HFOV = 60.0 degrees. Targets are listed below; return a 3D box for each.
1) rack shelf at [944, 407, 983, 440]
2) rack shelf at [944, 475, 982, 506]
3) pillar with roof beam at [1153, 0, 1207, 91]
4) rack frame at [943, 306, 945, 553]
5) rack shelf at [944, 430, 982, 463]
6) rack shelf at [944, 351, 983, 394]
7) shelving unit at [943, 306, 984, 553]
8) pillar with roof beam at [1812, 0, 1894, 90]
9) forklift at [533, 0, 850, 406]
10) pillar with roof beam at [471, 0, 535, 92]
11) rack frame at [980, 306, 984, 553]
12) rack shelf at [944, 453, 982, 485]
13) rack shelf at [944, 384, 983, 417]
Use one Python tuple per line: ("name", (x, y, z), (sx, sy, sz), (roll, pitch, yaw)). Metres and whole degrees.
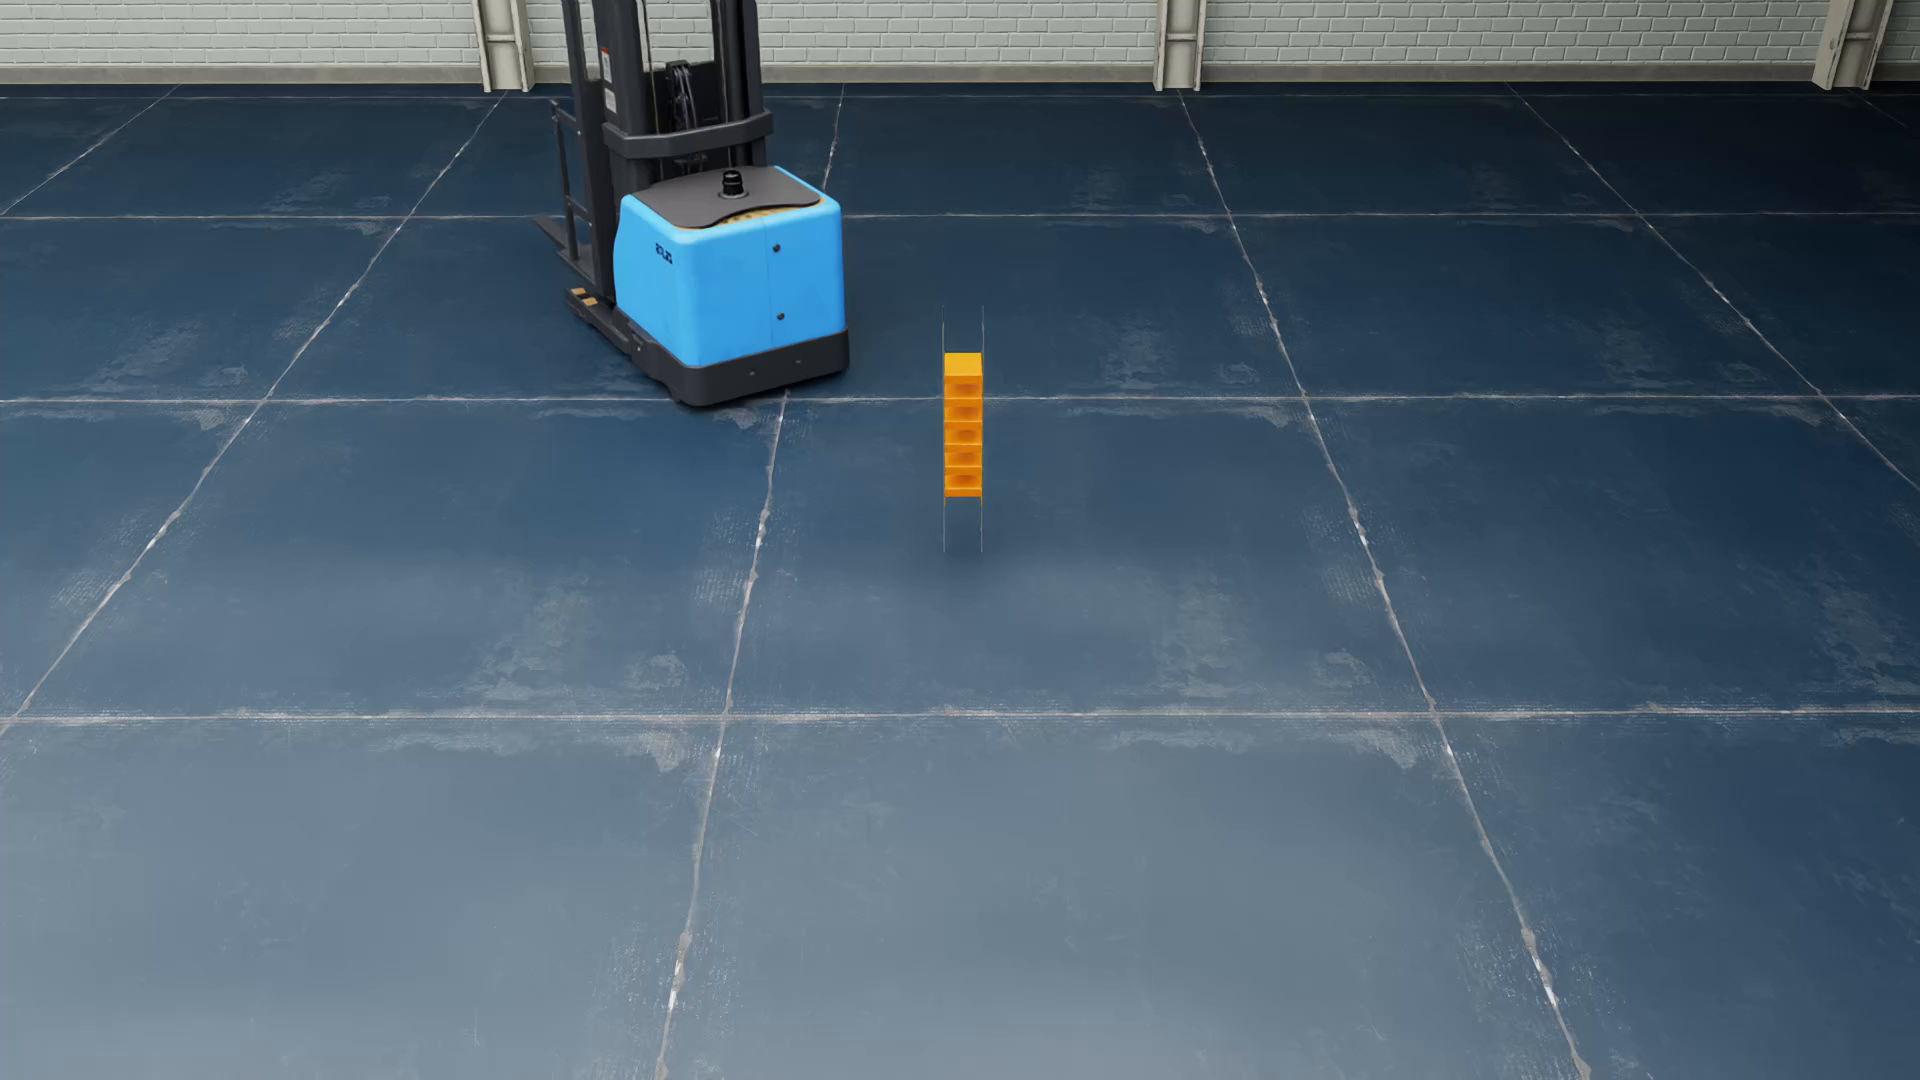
("rack shelf", (0.014, -0.578, 7.900), (0.180, 0.103, 0.258), (0, 31, 0))
("rack shelf", (0.014, -0.270, 8.086), (0.180, 0.103, 0.258), (0, 31, 0))
("pillar with roof beam", (1.977, -5.713, 8.990), (0.400, 9.000, 9.100), (0, 31, 0))
("rack frame", (-0.077, -0.513, 7.938), (0.006, 1.200, 0.240), (0, 31, 0))
("rack shelf", (0.014, -0.475, 7.962), (0.180, 0.103, 0.258), (0, 31, 0))
("rack shelf", (0.014, -0.783, 7.775), (0.180, 0.103, 0.258), (0, 31, 0))
("shelving unit", (0.014, -0.513, 7.939), (0.189, 1.200, 0.258), (0, 31, 0))
("pillar with roof beam", (7.977, -5.732, 9.021), (0.400, 9.000, 9.100), (0, 31, 0))
("forklift", (-1.865, -2.731, 9.926), (1.130, 2.935, 3.031), (-18, 36, -27))
("pillar with roof beam", (-4.023, -5.694, 8.960), (0.400, 9.000, 9.100), (0, 31, 0))
("rack frame", (0.106, -0.513, 7.939), (0.006, 1.200, 0.240), (0, 31, 0))
("rack shelf", (0.014, -0.372, 8.024), (0.180, 0.103, 0.258), (0, 31, 0))
("rack shelf", (0.014, -0.680, 7.837), (0.180, 0.103, 0.258), (0, 31, 0))
